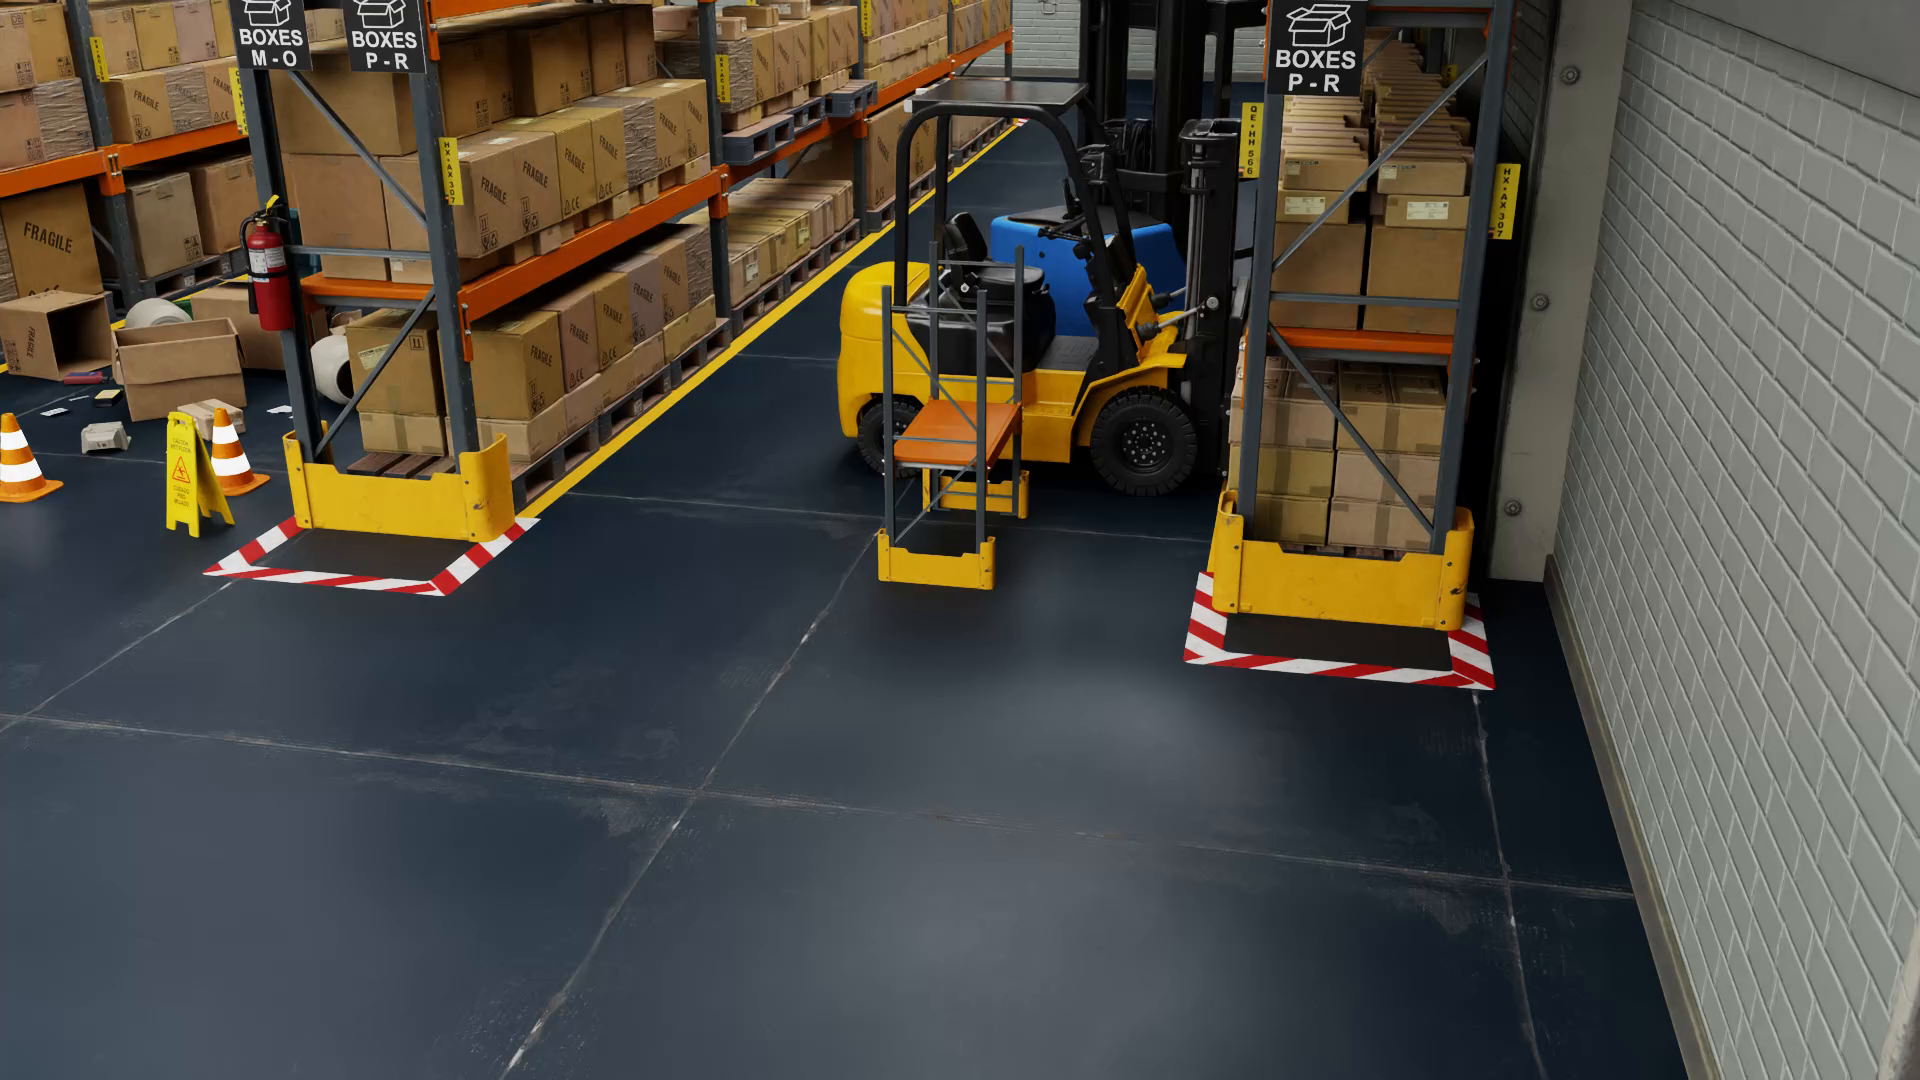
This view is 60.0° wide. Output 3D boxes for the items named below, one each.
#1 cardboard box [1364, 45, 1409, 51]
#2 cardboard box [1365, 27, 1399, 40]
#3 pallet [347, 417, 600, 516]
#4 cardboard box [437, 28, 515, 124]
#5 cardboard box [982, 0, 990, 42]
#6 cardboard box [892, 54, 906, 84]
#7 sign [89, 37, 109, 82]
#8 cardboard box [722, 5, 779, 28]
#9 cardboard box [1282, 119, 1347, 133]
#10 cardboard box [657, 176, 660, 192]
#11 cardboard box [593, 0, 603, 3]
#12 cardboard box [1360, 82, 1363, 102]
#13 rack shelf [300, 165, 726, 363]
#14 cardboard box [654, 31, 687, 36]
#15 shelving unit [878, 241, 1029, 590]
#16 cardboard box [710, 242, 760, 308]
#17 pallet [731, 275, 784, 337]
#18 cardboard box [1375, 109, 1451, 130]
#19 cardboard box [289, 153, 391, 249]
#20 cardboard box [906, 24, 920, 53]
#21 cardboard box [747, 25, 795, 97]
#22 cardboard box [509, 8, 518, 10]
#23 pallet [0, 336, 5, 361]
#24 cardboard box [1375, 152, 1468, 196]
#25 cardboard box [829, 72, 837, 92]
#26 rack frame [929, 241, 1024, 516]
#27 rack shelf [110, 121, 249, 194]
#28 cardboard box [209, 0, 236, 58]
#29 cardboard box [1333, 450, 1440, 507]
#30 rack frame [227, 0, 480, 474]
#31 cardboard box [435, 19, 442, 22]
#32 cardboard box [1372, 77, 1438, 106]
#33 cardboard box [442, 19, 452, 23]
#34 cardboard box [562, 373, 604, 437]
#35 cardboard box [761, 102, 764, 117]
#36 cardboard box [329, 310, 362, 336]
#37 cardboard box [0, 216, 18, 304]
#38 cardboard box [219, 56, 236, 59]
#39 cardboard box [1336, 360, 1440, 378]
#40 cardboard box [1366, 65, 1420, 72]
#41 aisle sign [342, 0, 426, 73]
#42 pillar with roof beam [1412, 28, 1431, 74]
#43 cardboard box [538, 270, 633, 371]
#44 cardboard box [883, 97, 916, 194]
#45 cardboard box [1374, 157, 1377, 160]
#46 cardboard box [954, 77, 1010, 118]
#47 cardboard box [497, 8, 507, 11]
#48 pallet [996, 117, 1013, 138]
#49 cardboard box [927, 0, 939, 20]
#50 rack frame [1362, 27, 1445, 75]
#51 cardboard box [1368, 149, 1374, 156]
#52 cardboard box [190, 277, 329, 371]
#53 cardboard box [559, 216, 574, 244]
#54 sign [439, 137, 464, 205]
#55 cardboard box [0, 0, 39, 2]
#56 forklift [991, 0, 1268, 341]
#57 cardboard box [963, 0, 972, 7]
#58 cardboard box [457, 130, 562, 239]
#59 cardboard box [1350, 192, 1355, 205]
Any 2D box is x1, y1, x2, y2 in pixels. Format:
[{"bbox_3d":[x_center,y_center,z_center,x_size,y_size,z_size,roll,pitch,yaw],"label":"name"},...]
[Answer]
[{"bbox_3d":[3.529,-4.021,13.820,0.380,0.149,0.250,4,22,11],"label":"cardboard box"},{"bbox_3d":[3.712,-4.420,15.117,0.500,0.500,0.500,6,23,13],"label":"cardboard box"},{"bbox_3d":[-2.822,-0.482,9.768,1.003,0.211,1.213,4,22,11],"label":"pallet"},{"bbox_3d":[-3.034,-2.684,9.632,0.700,0.500,0.500,4,22,10],"label":"cardboard box"},{"bbox_3d":[0.082,-6.594,21.077,0.500,0.500,0.500,5,22,13],"label":"cardboard box"},{"bbox_3d":[-0.860,-4.850,17.082,0.500,0.250,0.500,5,23,13],"label":"cardboard box"},{"bbox_3d":[-6.545,-3.653,12.645,0.100,0.325,0.005,4,22,11],"label":"sign"},{"bbox_3d":[-1.659,-4.147,13.172,0.380,0.149,0.250,6,23,14],"label":"cardboard box"},{"bbox_3d":[1.803,-2.088,8.623,0.380,0.149,0.250,5,22,12],"label":"cardboard box"},{"bbox_3d":[-2.228,-2.388,11.104,0.380,0.149,0.250,4,22,10],"label":"cardboard box"},{"bbox_3d":[-4.876,-6.892,21.419,0.500,0.500,0.500,4,22,10],"label":"cardboard box"},{"bbox_3d":[2.274,-2.734,10.227,0.380,0.149,0.250,4,22,10],"label":"cardboard box"},{"bbox_3d":[-2.630,-1.851,10.398,1.077,0.370,4.000,4,22,11],"label":"rack shelf"},{"bbox_3d":[-2.253,-3.663,12.840,0.500,0.500,0.500,5,22,11],"label":"cardboard box"},{"bbox_3d":[-0.016,-0.668,8.504,0.587,1.500,1.083,4,22,11],"label":"shelving unit"},{"bbox_3d":[-2.118,-2.084,12.969,0.950,0.372,0.625,5,22,12],"label":"cardboard box"},{"bbox_3d":[-2.065,-1.908,13.308,1.003,0.211,1.213,4,22,11],"label":"pallet"},{"bbox_3d":[2.443,-2.232,8.980,0.380,0.149,0.250,5,22,11],"label":"cardboard box"},{"bbox_3d":[-3.197,-1.857,8.918,0.500,0.500,0.500,4,22,10],"label":"cardboard box"},{"bbox_3d":[-0.724,-5.263,17.438,0.500,0.250,0.500,5,22,12],"label":"cardboard box"},{"bbox_3d":[-1.630,-3.808,13.200,0.500,0.500,0.500,4,22,11],"label":"cardboard box"},{"bbox_3d":[-5.397,-6.142,19.464,0.380,0.149,0.250,5,22,11],"label":"cardboard box"},{"bbox_3d":[-7.567,-1.244,11.659,1.003,0.211,1.213,4,22,11],"label":"pallet"},{"bbox_3d":[2.099,-1.668,7.580,0.380,0.149,0.250,4,22,10],"label":"cardboard box"},{"bbox_3d":[-1.293,-4.029,14.617,0.380,0.149,0.250,3,22,8],"label":"cardboard box"},{"bbox_3d":[0.086,-0.850,8.958,0.500,1.500,0.032,4,22,11],"label":"rack frame"},{"bbox_3d":[-6.681,-3.655,14.876,1.077,0.370,4.000,4,22,11],"label":"rack shelf"},{"bbox_3d":[-6.682,-4.507,14.556,0.700,0.500,0.500,4,22,10],"label":"cardboard box"},{"bbox_3d":[2.121,-0.384,8.241,0.500,0.250,0.500,5,22,12],"label":"cardboard box"},{"bbox_3d":[-3.038,-1.454,8.447,1.000,3.000,0.127,4,22,11],"label":"rack frame"},{"bbox_3d":[-5.774,-5.612,17.751,0.380,0.149,0.250,6,23,13],"label":"cardboard box"},{"bbox_3d":[2.777,-2.796,10.381,0.380,0.149,0.250,4,22,9],"label":"cardboard box"},{"bbox_3d":[-5.716,-5.568,18.041,0.380,0.149,0.250,4,22,10],"label":"cardboard box"},{"bbox_3d":[-2.491,-0.833,10.025,0.500,0.250,0.500,5,23,13],"label":"cardboard box"},{"bbox_3d":[-1.758,-3.373,12.987,0.380,0.149,0.250,6,23,14],"label":"cardboard box"},{"bbox_3d":[-4.489,-1.514,12.257,0.258,0.266,0.396,-11,25,-26],"label":"cardboard box"},{"bbox_3d":[-7.466,-1.911,11.866,0.875,0.875,0.875,5,22,11],"label":"cardboard box"},{"bbox_3d":[-6.407,-4.028,14.706,0.500,0.500,0.500,5,22,12],"label":"cardboard box"},{"bbox_3d":[2.203,-0.804,8.615,0.500,0.250,0.500,4,22,11],"label":"cardboard box"},{"bbox_3d":[3.231,-3.461,12.430,0.380,0.149,0.250,4,22,11],"label":"cardboard box"},{"bbox_3d":[-2.747,-2.613,7.847,0.394,0.787,0.004,4,22,11],"label":"aisle sign"},{"bbox_3d":[1.080,-8.762,18.564,9.100,9.000,0.400,4,22,11],"label":"pillar with roof beam"},{"bbox_3d":[-2.386,-1.378,10.374,0.500,0.500,0.500,5,22,12],"label":"cardboard box"},{"bbox_3d":[-0.998,-4.161,17.451,0.875,0.875,0.875,5,22,12],"label":"cardboard box"},{"bbox_3d":[2.510,-2.186,9.264,0.380,0.149,0.250,4,22,9],"label":"cardboard box"},{"bbox_3d":[0.190,-6.062,22.759,0.875,0.438,0.875,4,22,9],"label":"cardboard box"},{"bbox_3d":[-5.456,-6.182,19.167,0.380,0.149,0.250,4,22,9],"label":"cardboard box"},{"bbox_3d":[0.140,-5.713,22.757,1.003,0.211,1.213,4,22,11],"label":"pallet"},{"bbox_3d":[-0.533,-5.980,18.214,0.500,0.500,0.500,5,22,12],"label":"cardboard box"},{"bbox_3d":[2.638,-2.539,11.144,1.000,3.000,0.127,4,22,11],"label":"rack frame"},{"bbox_3d":[2.611,-2.032,9.750,0.500,0.500,0.500,4,22,9],"label":"cardboard box"},{"bbox_3d":[-4.976,-1.537,11.813,0.797,0.637,0.503,4,22,11],"label":"cardboard box"},{"bbox_3d":[-2.479,-1.816,9.684,0.380,0.149,0.250,5,22,12],"label":"cardboard box"},{"bbox_3d":[-2.507,-1.814,8.183,0.100,0.325,0.005,4,22,11],"label":"sign"},{"bbox_3d":[-10.807,-6.151,18.634,0.797,0.503,0.637,5,22,12],"label":"cardboard box"},{"bbox_3d":[1.628,-2.834,11.967,3.031,2.935,1.130,-19,29,-39],"label":"forklift"},{"bbox_3d":[-0.146,-6.692,19.983,0.500,0.500,0.500,4,22,10],"label":"cardboard box"},{"bbox_3d":[-2.568,-1.980,9.222,0.500,0.500,0.500,5,23,13],"label":"cardboard box"},{"bbox_3d":[1.754,-1.758,8.201,0.380,0.149,0.250,5,22,12],"label":"cardboard box"}]
